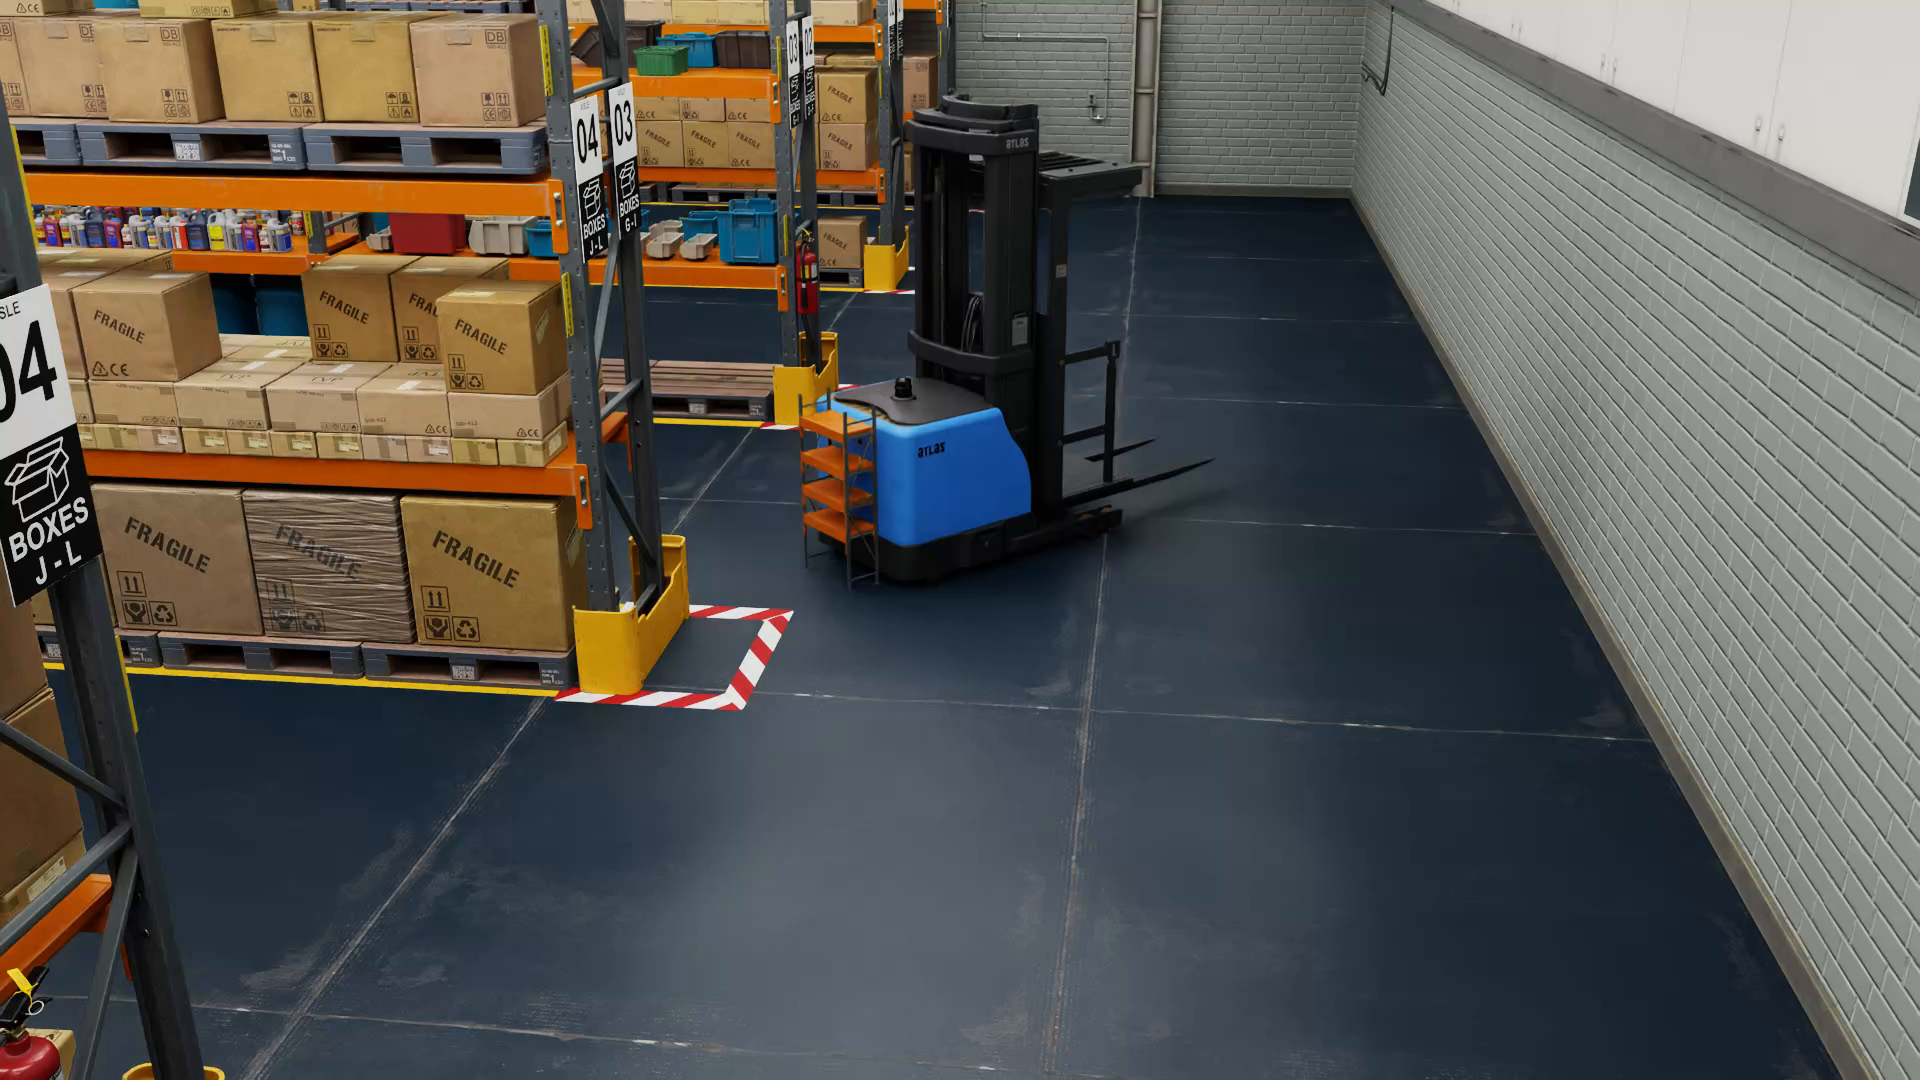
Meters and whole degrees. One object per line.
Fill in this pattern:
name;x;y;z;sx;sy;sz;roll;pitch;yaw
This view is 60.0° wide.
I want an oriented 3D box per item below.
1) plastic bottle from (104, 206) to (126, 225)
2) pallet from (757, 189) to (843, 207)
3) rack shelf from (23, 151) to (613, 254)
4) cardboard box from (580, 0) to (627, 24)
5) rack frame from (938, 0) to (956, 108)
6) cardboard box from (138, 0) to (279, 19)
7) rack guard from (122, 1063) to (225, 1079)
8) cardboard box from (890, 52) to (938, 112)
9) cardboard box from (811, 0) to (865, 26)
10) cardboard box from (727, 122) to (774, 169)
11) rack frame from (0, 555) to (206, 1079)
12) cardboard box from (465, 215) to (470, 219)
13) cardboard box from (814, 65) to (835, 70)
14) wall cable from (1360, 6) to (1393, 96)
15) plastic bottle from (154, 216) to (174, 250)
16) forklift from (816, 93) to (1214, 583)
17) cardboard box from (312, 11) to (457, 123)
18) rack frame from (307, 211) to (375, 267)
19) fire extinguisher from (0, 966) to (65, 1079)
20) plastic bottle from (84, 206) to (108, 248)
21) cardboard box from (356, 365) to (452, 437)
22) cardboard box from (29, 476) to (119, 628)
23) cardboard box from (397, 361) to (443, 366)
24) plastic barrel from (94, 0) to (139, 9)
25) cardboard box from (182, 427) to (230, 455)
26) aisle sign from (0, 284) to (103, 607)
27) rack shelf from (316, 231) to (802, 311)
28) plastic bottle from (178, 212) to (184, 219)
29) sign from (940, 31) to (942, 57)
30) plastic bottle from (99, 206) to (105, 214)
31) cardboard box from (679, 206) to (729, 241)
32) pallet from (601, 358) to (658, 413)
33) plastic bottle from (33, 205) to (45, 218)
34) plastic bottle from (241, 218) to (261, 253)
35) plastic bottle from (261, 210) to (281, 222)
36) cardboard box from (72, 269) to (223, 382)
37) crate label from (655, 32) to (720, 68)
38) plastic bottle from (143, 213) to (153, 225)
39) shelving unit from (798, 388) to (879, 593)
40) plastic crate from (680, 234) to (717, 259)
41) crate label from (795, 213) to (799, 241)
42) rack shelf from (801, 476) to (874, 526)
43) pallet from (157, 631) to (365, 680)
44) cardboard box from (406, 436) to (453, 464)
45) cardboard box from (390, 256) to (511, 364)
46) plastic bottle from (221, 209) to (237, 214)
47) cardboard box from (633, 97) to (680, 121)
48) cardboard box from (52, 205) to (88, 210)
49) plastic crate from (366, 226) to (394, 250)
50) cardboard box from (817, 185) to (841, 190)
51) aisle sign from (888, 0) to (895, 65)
plastic bottle;-7.546;-2.948;14.883;0.185;0.351;0.144;2;22;6
pallet;-2.187;-4.938;23.643;1.213;0.211;1.003;2;22;6
rack shelf;-3.910;-1.896;9.056;4.000;0.370;1.077;2;22;6
cardboard box;-3.777;-5.730;17.978;0.500;0.250;0.500;2;22;6
rack frame;-0.176;-6.175;22.979;0.127;3.000;1.000;2;22;6
cardboard box;-3.929;-2.873;8.683;0.500;0.250;0.500;2;22;5
rack guard;-2.684;2.216;5.154;0.348;0.500;1.175;2;22;6
cardboard box;-0.683;-6.333;22.970;0.700;0.700;0.980;3;22;9
cardboard box;-1.296;-5.617;17.693;0.500;0.250;0.500;2;22;6
cardboard box;-2.242;-4.377;18.296;0.500;0.500;0.500;3;22;7
rack frame;-2.608;1.057;4.686;0.127;3.000;1.000;2;22;6
cardboard box;-5.741;-3.523;19.072;0.500;0.500;0.500;3;22;6
cardboard box;-1.684;-5.013;18.544;0.500;0.500;0.500;3;22;7
wall cable;5.399;-7.146;21.498;0.112;2.526;3.097;2;22;6
plastic bottle;-6.740;-2.616;14.145;0.135;0.276;0.152;2;22;6
forklift;0.505;-1.512;11.278;3.031;2.935;1.130;-16;27;-36
cardboard box;-2.992;-2.504;8.771;0.500;0.500;0.700;2;22;4
rack frame;-5.314;-2.731;14.268;0.127;3.000;1.000;2;22;6
fire extinguisher;-2.413;1.446;4.315;0.183;0.674;0.296;2;22;6
plastic bottle;-7.359;-2.676;14.196;0.185;0.351;0.144;2;22;6
cardboard box;-2.940;-0.764;9.093;0.500;0.250;0.500;2;22;5
cardboard box;-5.251;-0.072;9.861;0.875;0.875;0.875;2;22;6
cardboard box;-2.886;-0.958;9.581;0.500;0.250;0.500;2;22;6
plastic barrel;-7.027;-4.572;13.592;0.708;0.901;0.600;2;22;6
cardboard box;-4.094;-0.605;9.231;0.250;0.149;0.380;2;22;5
aisle sign;-2.501;-0.258;4.477;0.004;0.787;0.394;2;22;6
rack shelf;-3.328;-2.310;14.181;4.000;0.370;1.077;2;22;6
plastic bottle;-6.874;-2.801;14.716;0.097;0.201;0.097;0;22;0
sign;-0.253;-6.626;22.223;0.005;0.325;0.100;2;22;6
plastic bottle;-7.699;-2.939;14.952;0.133;0.283;0.061;2;22;6
cardboard box;-2.861;-3.504;19.019;0.637;0.503;0.797;2;22;6
pallet;-3.364;-1.365;14.605;1.213;0.211;1.003;2;22;6
plastic bottle;-8.299;-2.952;15.003;0.097;0.271;0.097;0;22;0
plastic bottle;-5.978;-2.569;14.017;0.133;0.283;0.061;2;22;6
plastic bottle;-6.092;-2.848;14.733;0.135;0.276;0.152;2;22;6
cardboard box;-4.446;-1.181;9.126;0.500;0.500;0.500;2;22;5
crate label;-2.220;-4.042;13.705;0.502;0.251;0.408;2;22;6
plastic bottle;-6.974;-2.670;14.288;0.097;0.271;0.097;0;22;0
shelving unit;-0.773;-0.318;10.611;0.258;1.200;0.503;-17;27;-36
plastic crate;-2.173;-2.432;13.789;0.243;0.136;0.396;2;22;6
crate label;-1.548;-2.639;14.181;0.303;0.233;0.416;2;22;6
rack shelf;-0.773;-0.255;10.636;0.258;0.148;0.480;-17;27;-36
pallet;-3.936;0.488;9.920;1.213;0.211;1.003;2;22;6
cardboard box;-2.825;-0.550;9.092;0.250;0.149;0.380;3;22;6
cardboard box;-2.866;-1.308;9.447;0.500;0.500;0.500;2;22;5
plastic bottle;-6.510;-2.887;14.820;0.133;0.283;0.061;2;22;6
cardboard box;-3.269;-4.883;18.215;0.500;0.500;0.500;2;22;5
cardboard box;-10.266;-3.865;19.543;0.500;0.311;0.500;2;22;6
plastic crate;-4.868;-2.564;14.122;0.243;0.136;0.396;2;22;6
cardboard box;-1.879;-5.245;23.455;0.500;0.500;0.700;2;22;5
aisle sign;-0.723;-5.460;17.636;0.004;0.787;0.394;2;22;6
